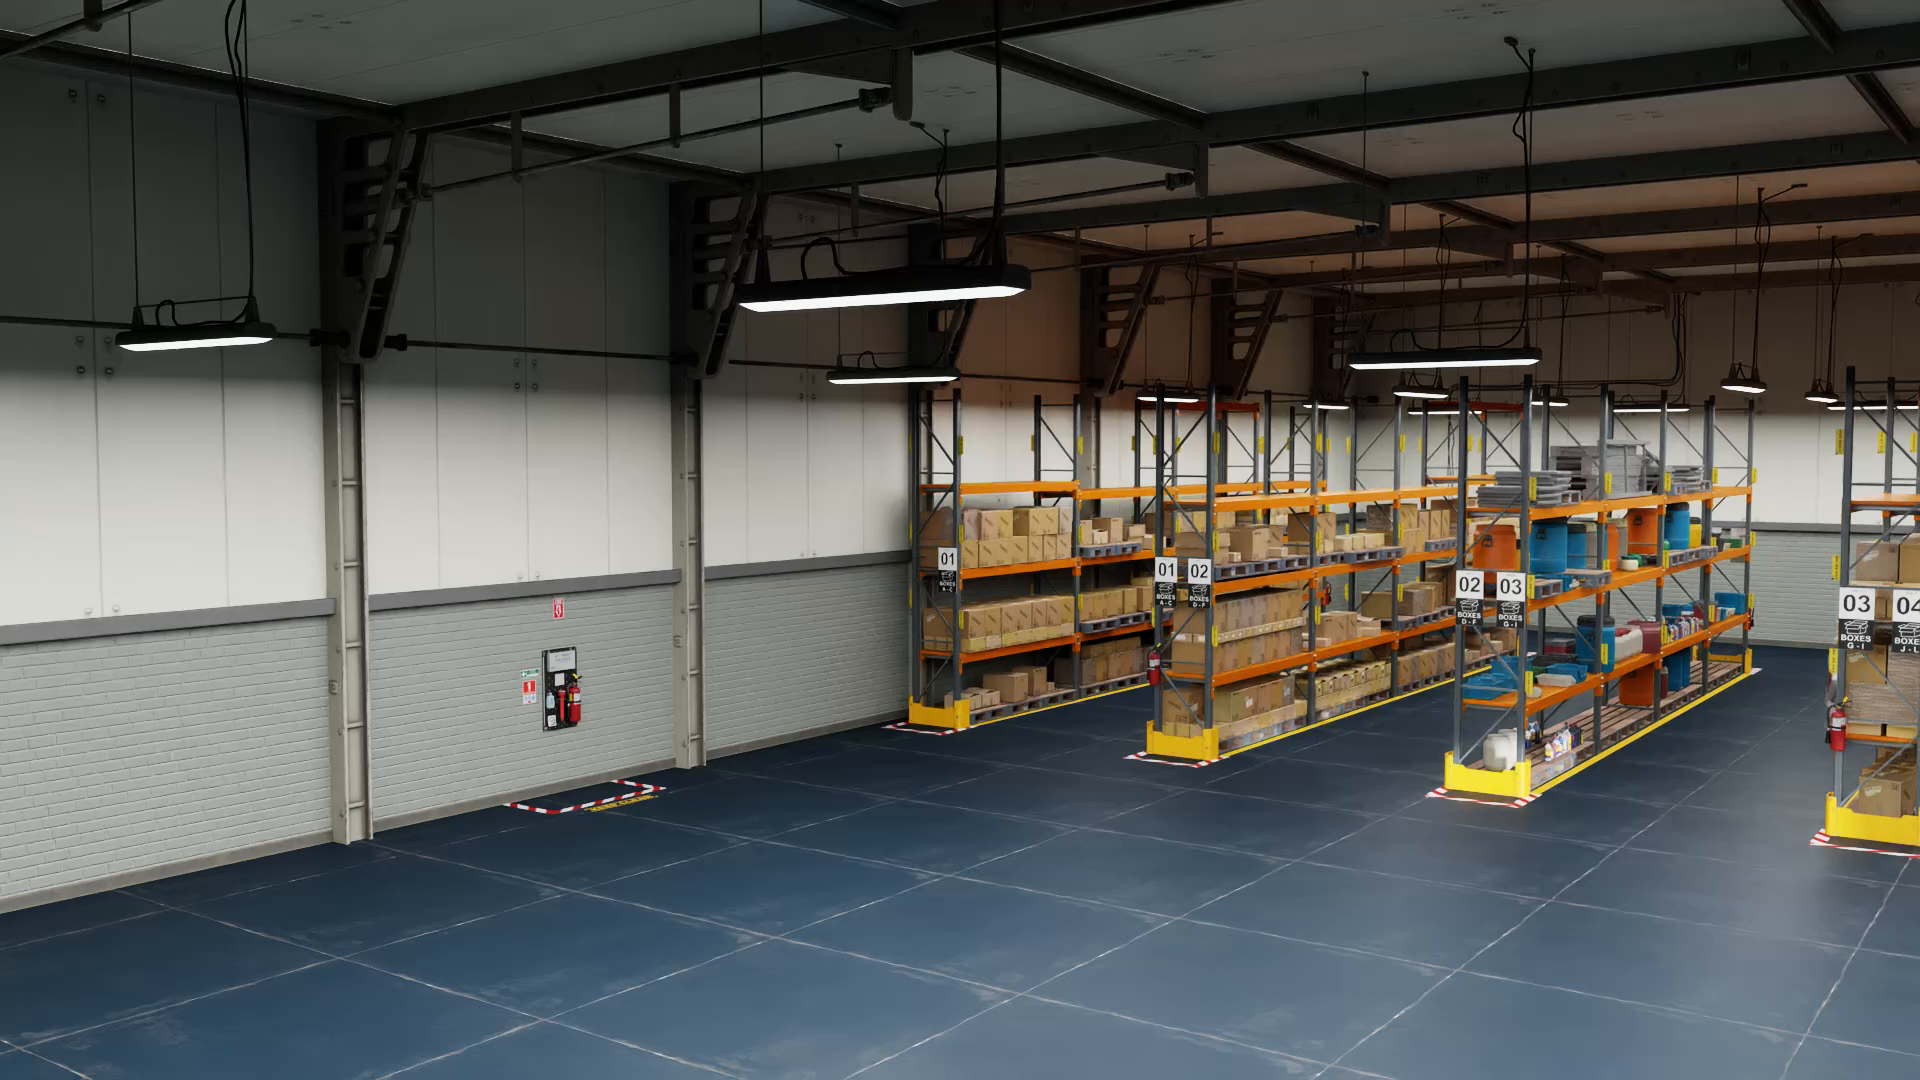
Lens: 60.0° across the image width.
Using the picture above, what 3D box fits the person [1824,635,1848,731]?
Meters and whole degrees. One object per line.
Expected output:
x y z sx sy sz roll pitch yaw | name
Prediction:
15.429 2.518 29.131 0.500 1.713 0.380 0 3 7 | person
